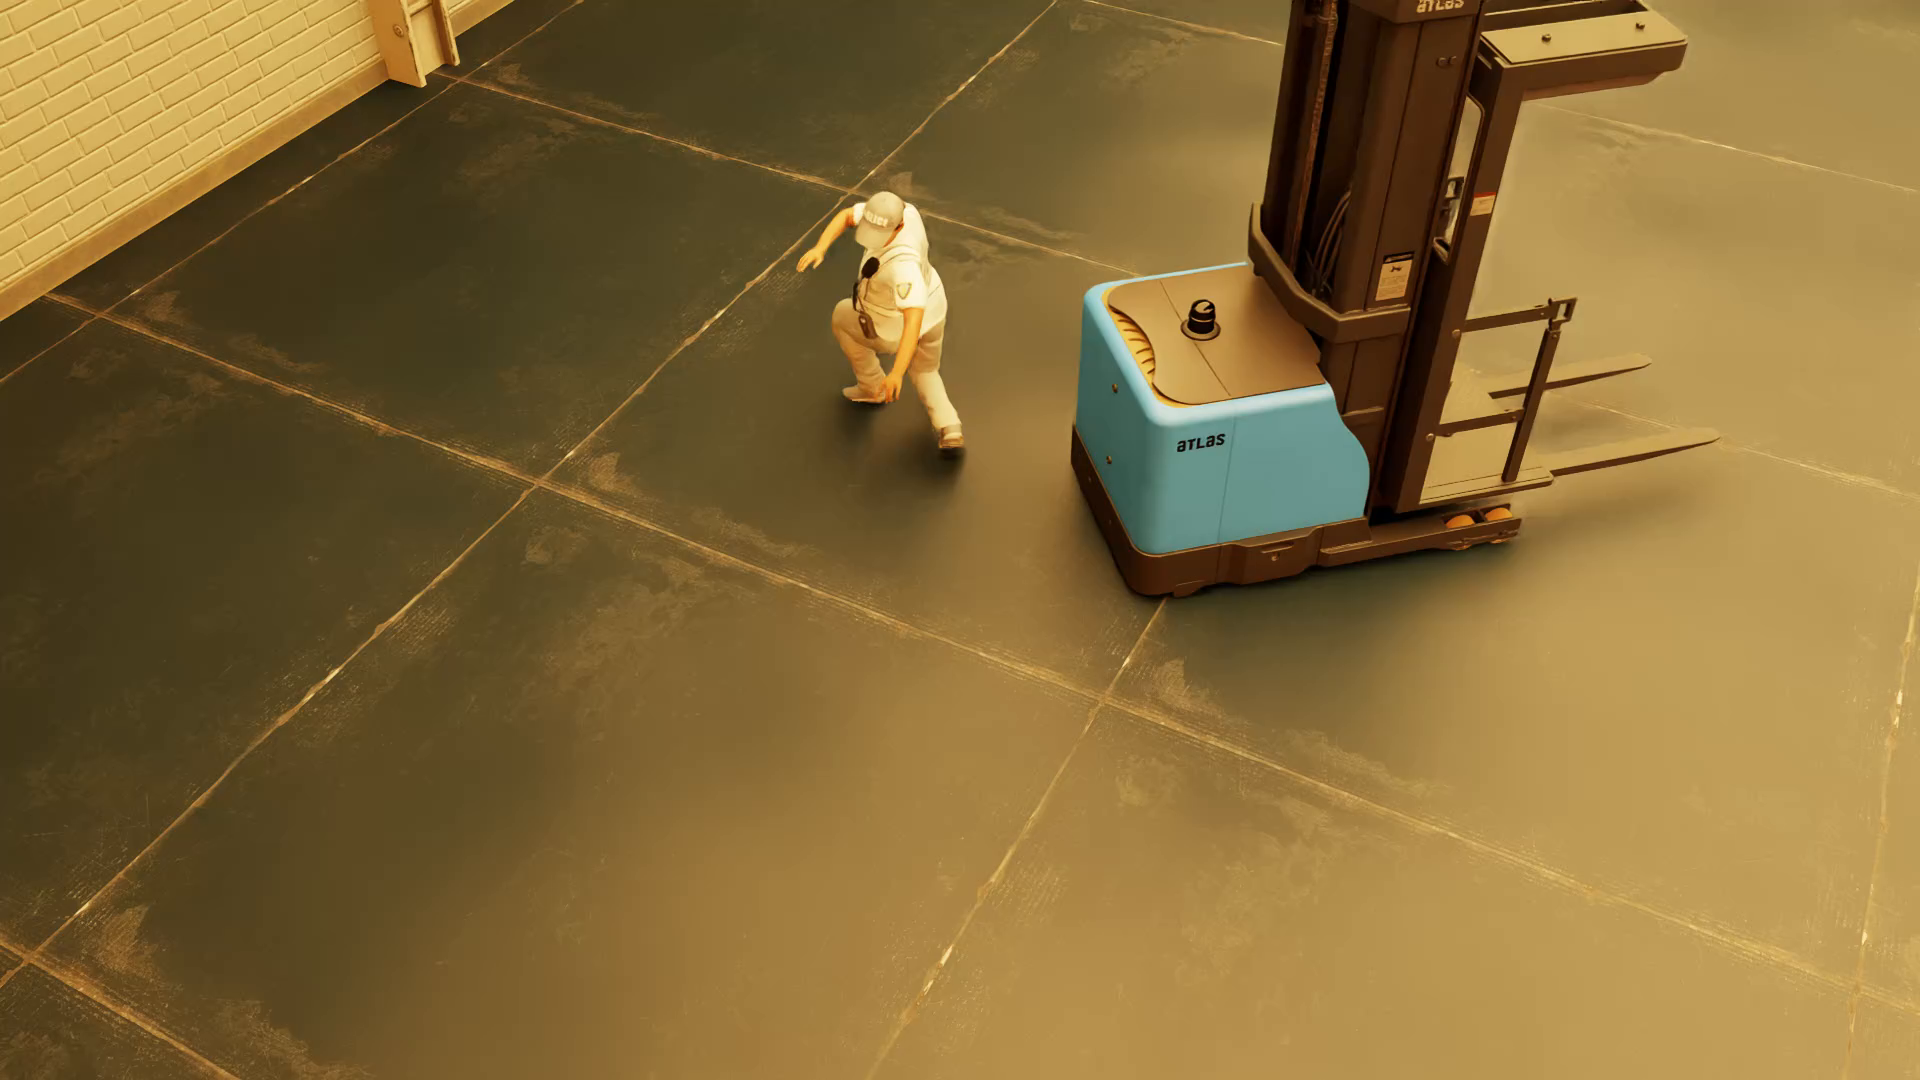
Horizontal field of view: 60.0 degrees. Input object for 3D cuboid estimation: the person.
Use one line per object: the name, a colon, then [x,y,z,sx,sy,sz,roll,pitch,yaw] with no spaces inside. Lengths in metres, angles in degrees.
person: [-0.343,-1.025,7.908,0.928,1.440,0.699,30,51,28]

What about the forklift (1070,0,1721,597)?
forklift: [2.112,-1.361,7.099,3.031,2.935,1.130,-10,44,-11]
